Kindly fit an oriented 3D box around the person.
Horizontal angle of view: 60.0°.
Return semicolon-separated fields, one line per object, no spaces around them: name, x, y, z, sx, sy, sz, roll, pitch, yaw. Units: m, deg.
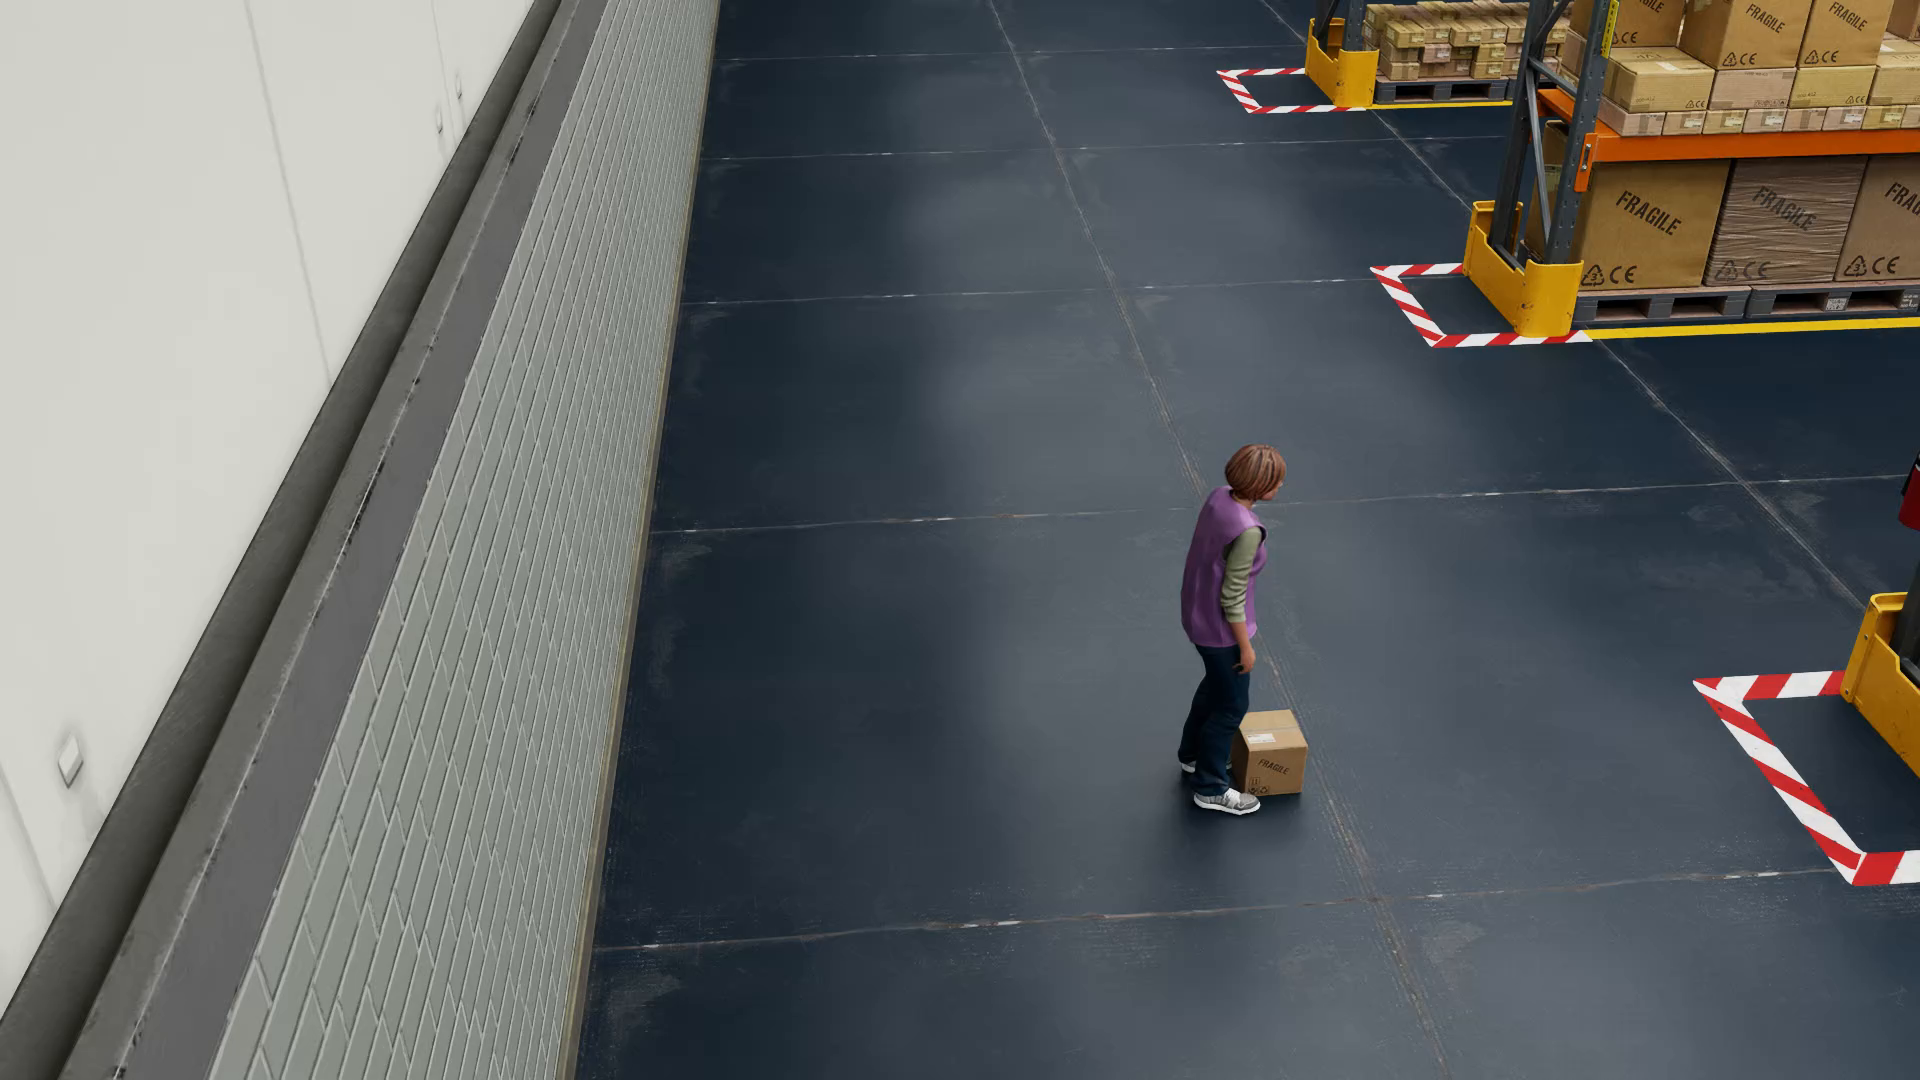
person;2.944;2.125;2.152;3.307;3.194;10.188;-3;32;-4
